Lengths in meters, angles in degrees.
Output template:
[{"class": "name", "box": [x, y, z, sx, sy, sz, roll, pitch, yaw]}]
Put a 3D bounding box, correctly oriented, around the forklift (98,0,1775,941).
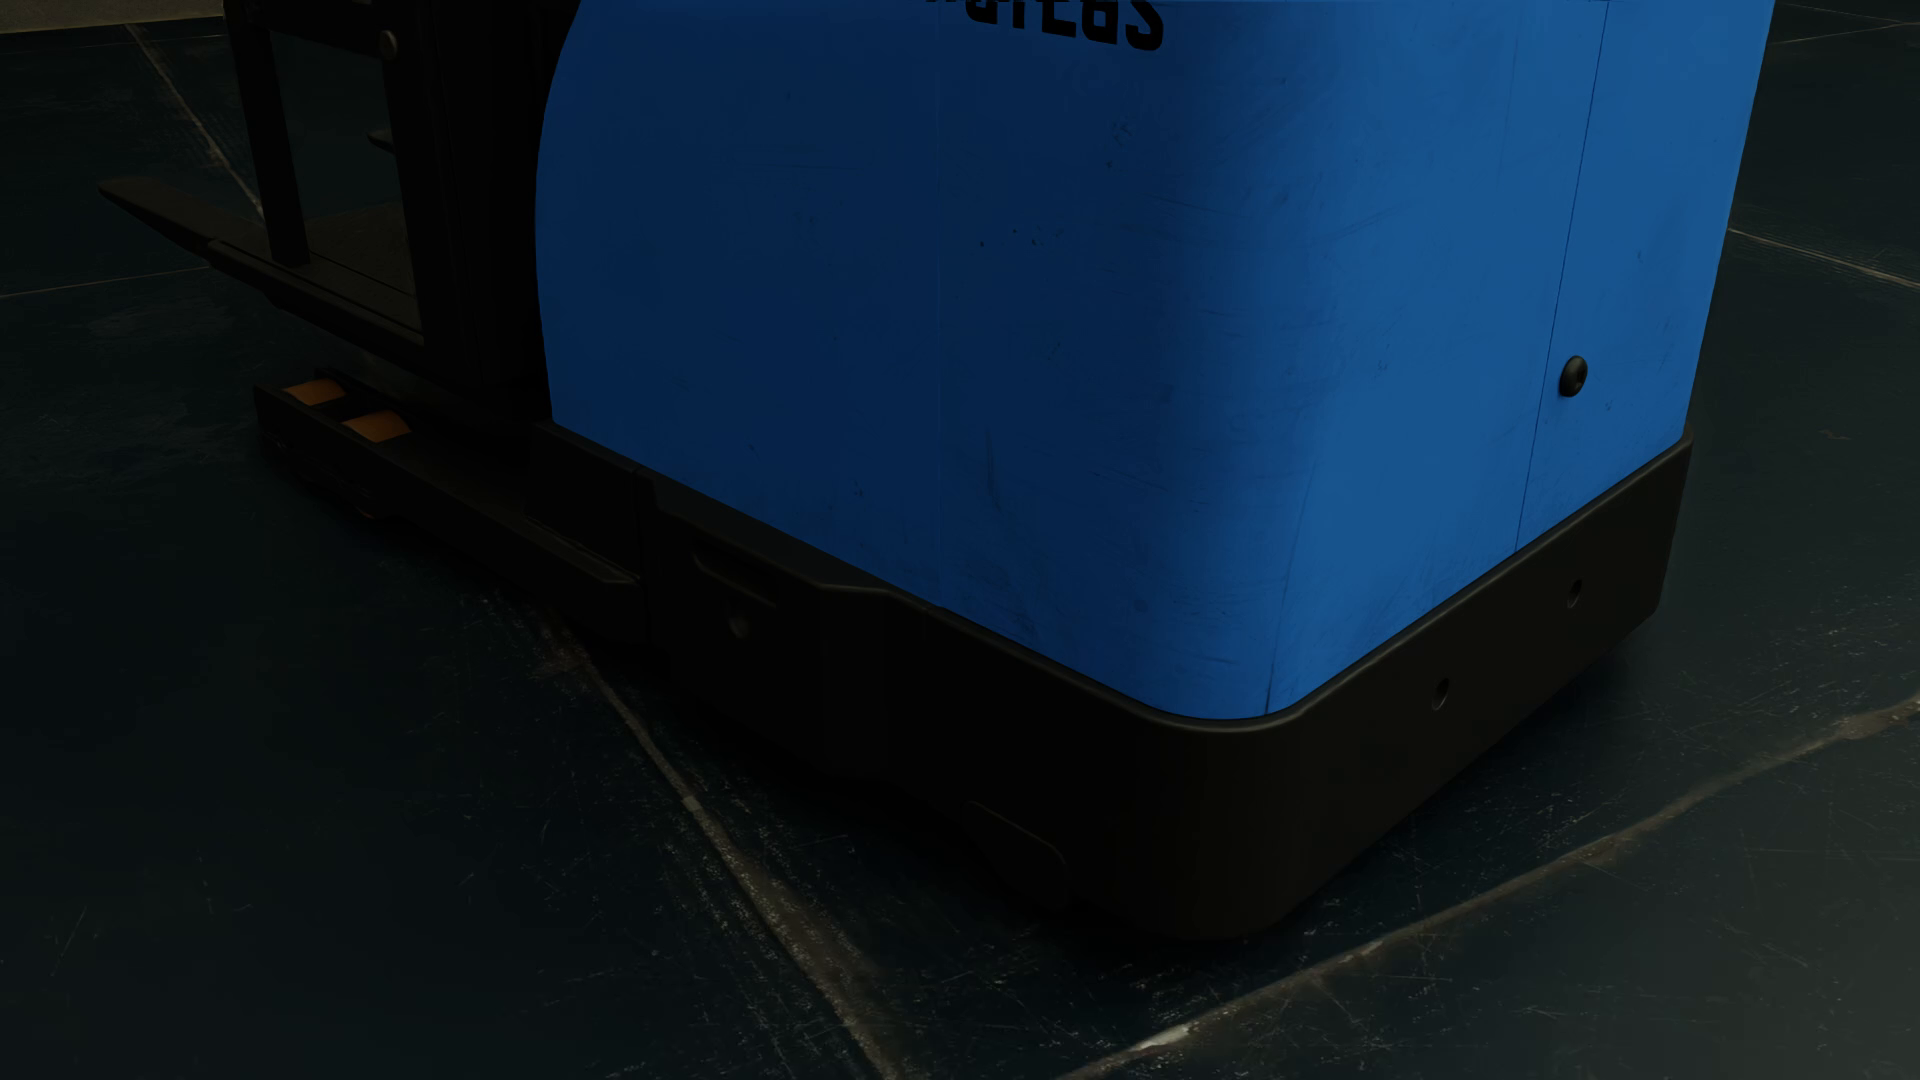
[{"class": "forklift", "box": [-0.485, -1.487, 2.191, 3.031, 2.935, 1.130, 24, 35, 38]}]
